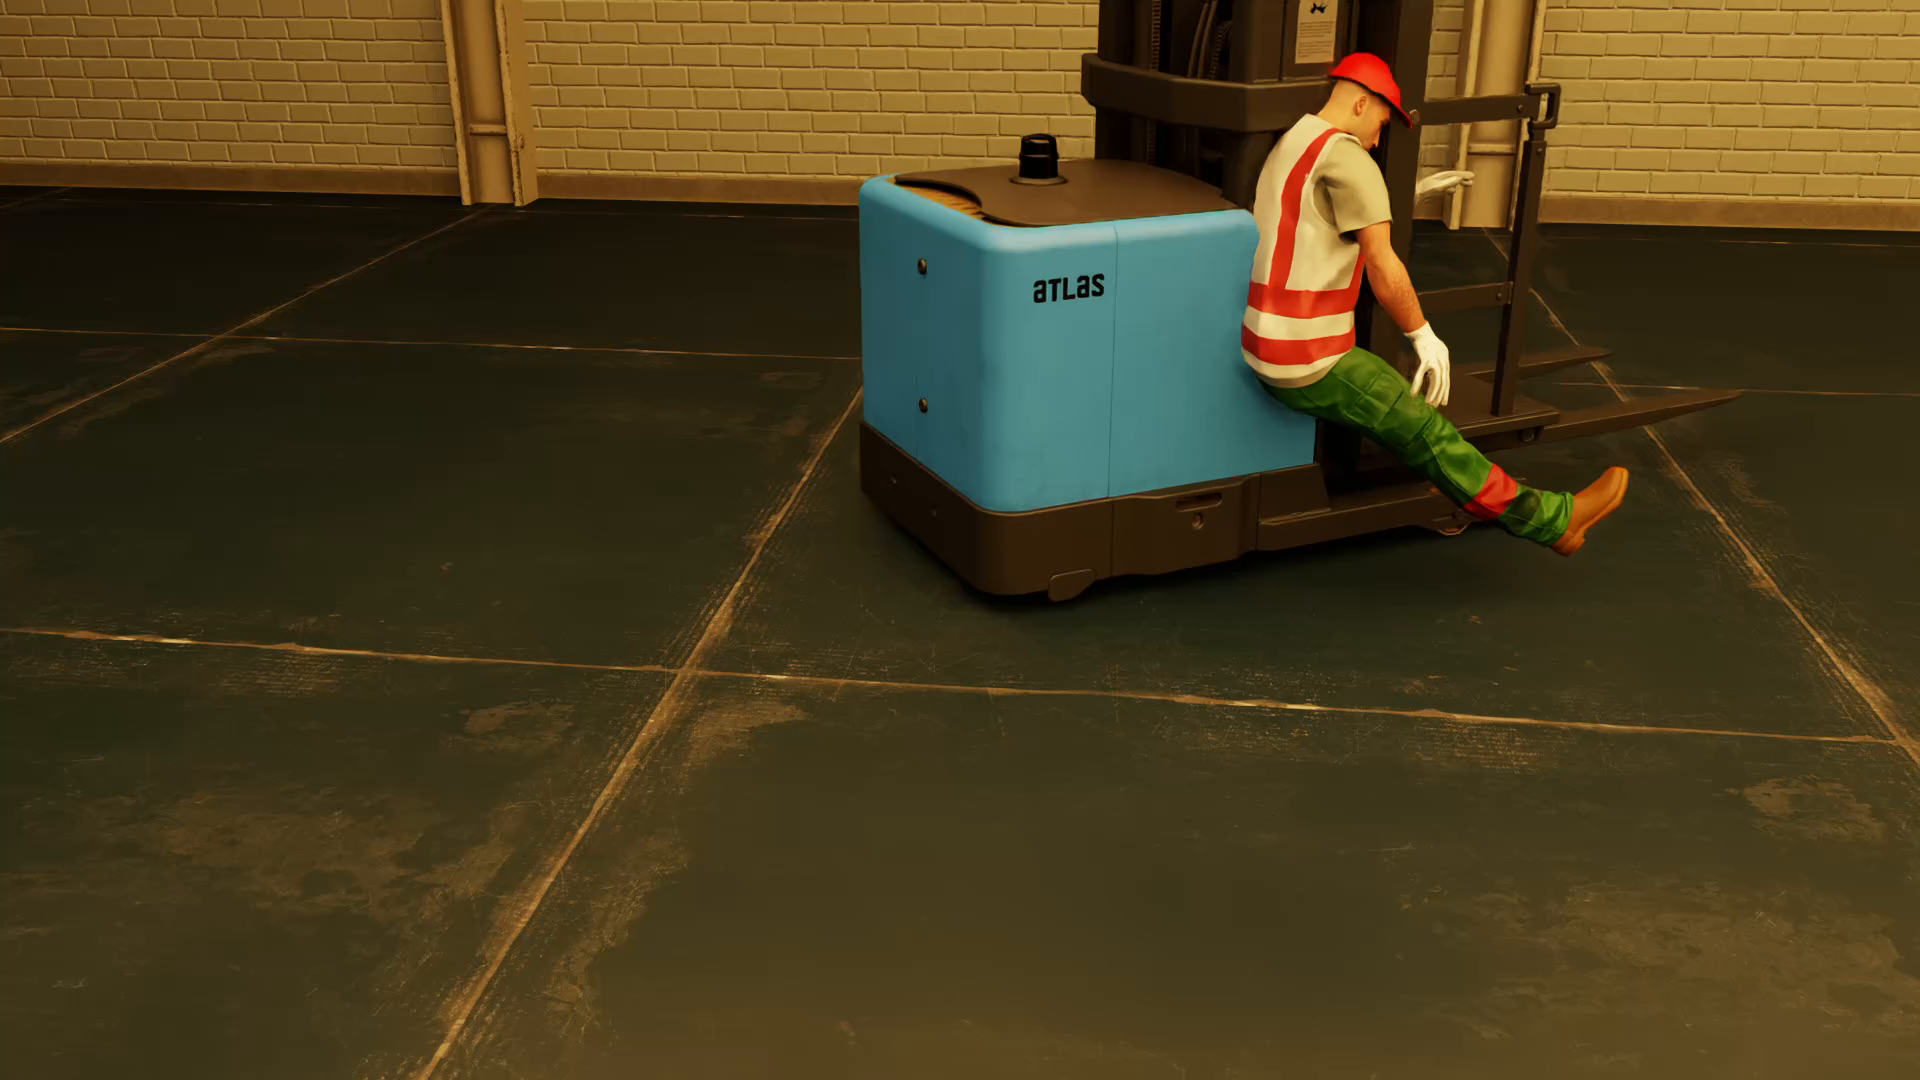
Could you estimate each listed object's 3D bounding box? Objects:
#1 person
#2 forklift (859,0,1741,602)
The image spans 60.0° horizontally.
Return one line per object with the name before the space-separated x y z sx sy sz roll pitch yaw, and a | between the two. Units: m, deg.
person | 1.232 -0.699 4.794 1.172 1.354 1.036 -4 22 -9
forklift | 1.238 -1.541 5.079 3.031 2.935 1.130 -10 24 -23
